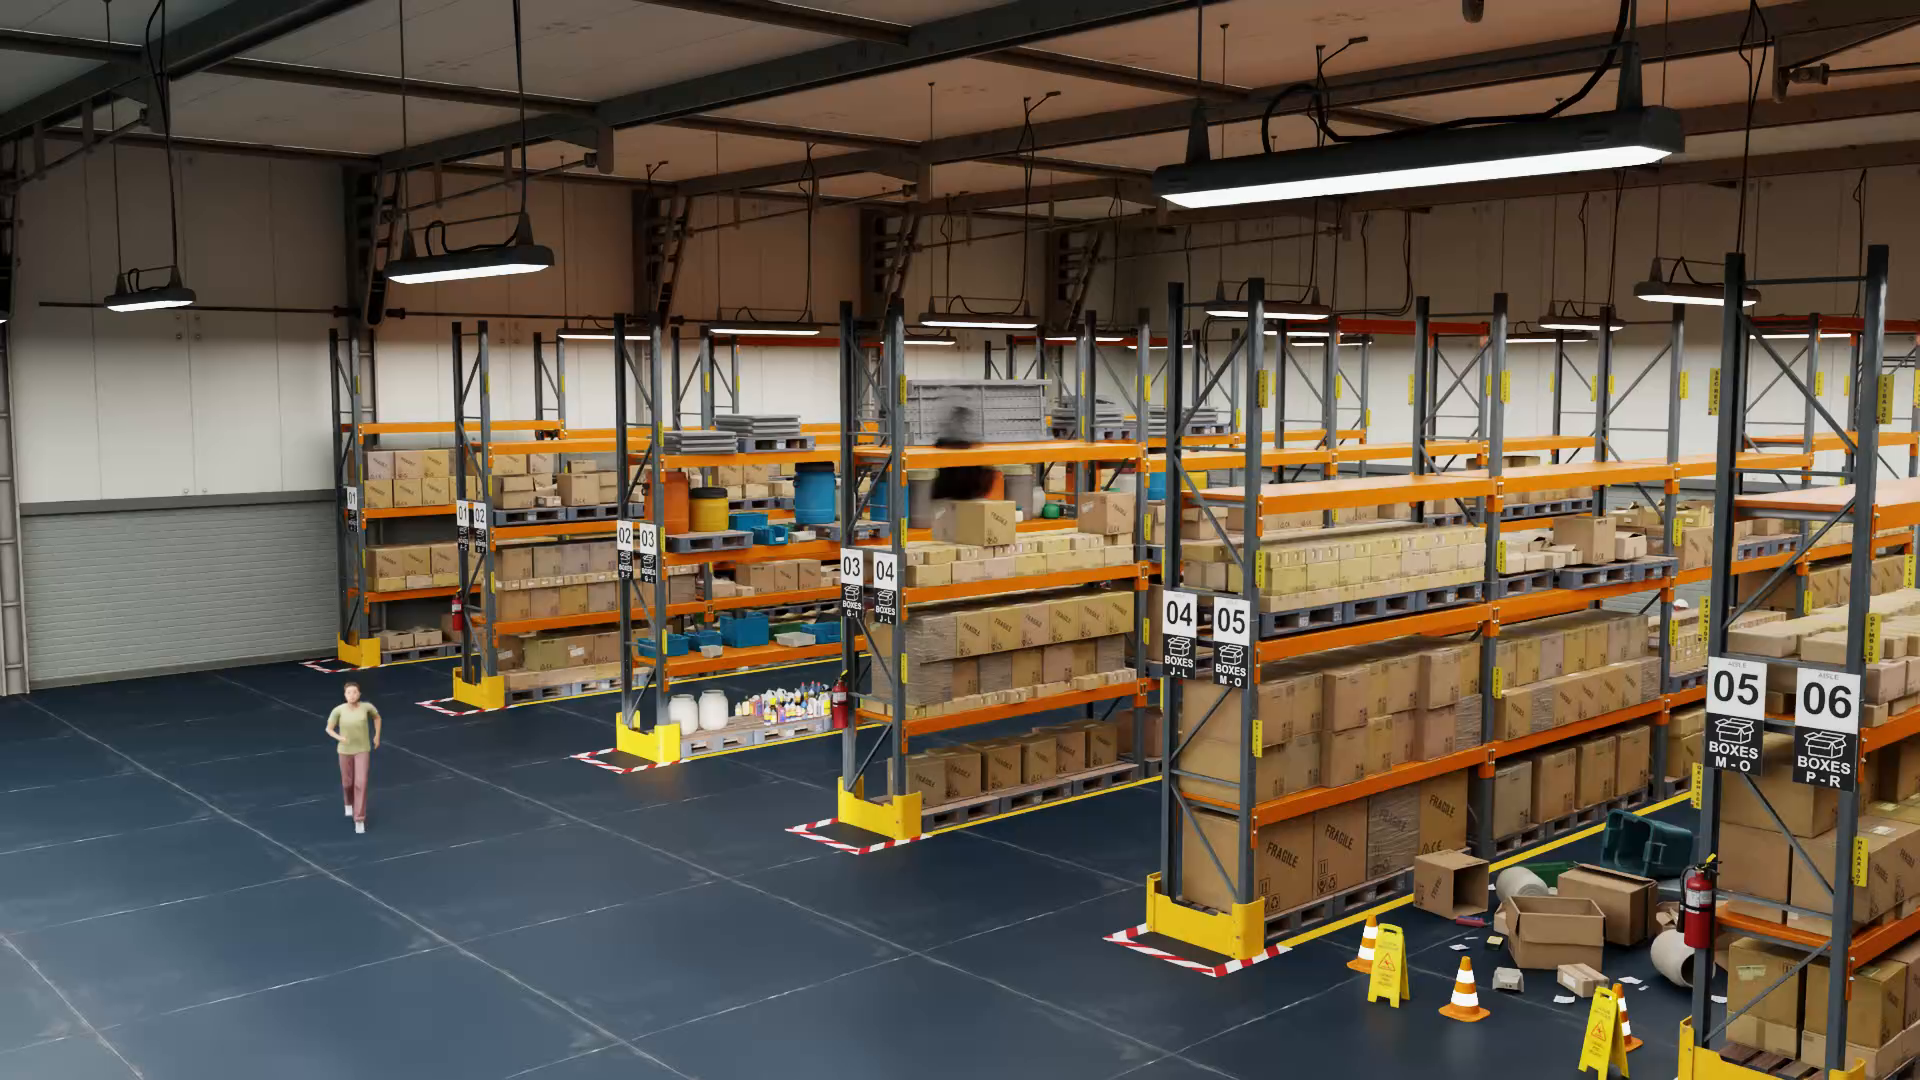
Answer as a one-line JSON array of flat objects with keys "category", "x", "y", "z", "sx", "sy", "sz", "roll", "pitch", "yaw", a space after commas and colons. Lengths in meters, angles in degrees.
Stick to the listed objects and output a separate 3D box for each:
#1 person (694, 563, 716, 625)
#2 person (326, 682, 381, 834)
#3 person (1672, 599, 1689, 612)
[{"category": "person", "x": -4.788, "y": 1.239, "z": 30.906, "sx": 0.586, "sy": 1.745, "sz": 0.661, "roll": -5, "pitch": 7, "yaw": -39}, {"category": "person", "x": -6.948, "y": 2.450, "z": 19.086, "sx": 0.598, "sy": 1.688, "sz": 0.848, "roll": -2, "pitch": 6, "yaw": -20}, {"category": "person", "x": 10.982, "y": 1.784, "z": 25.299, "sx": 0.967, "sy": 1.789, "sz": 0.668, "roll": -5, "pitch": 7, "yaw": -39}]
